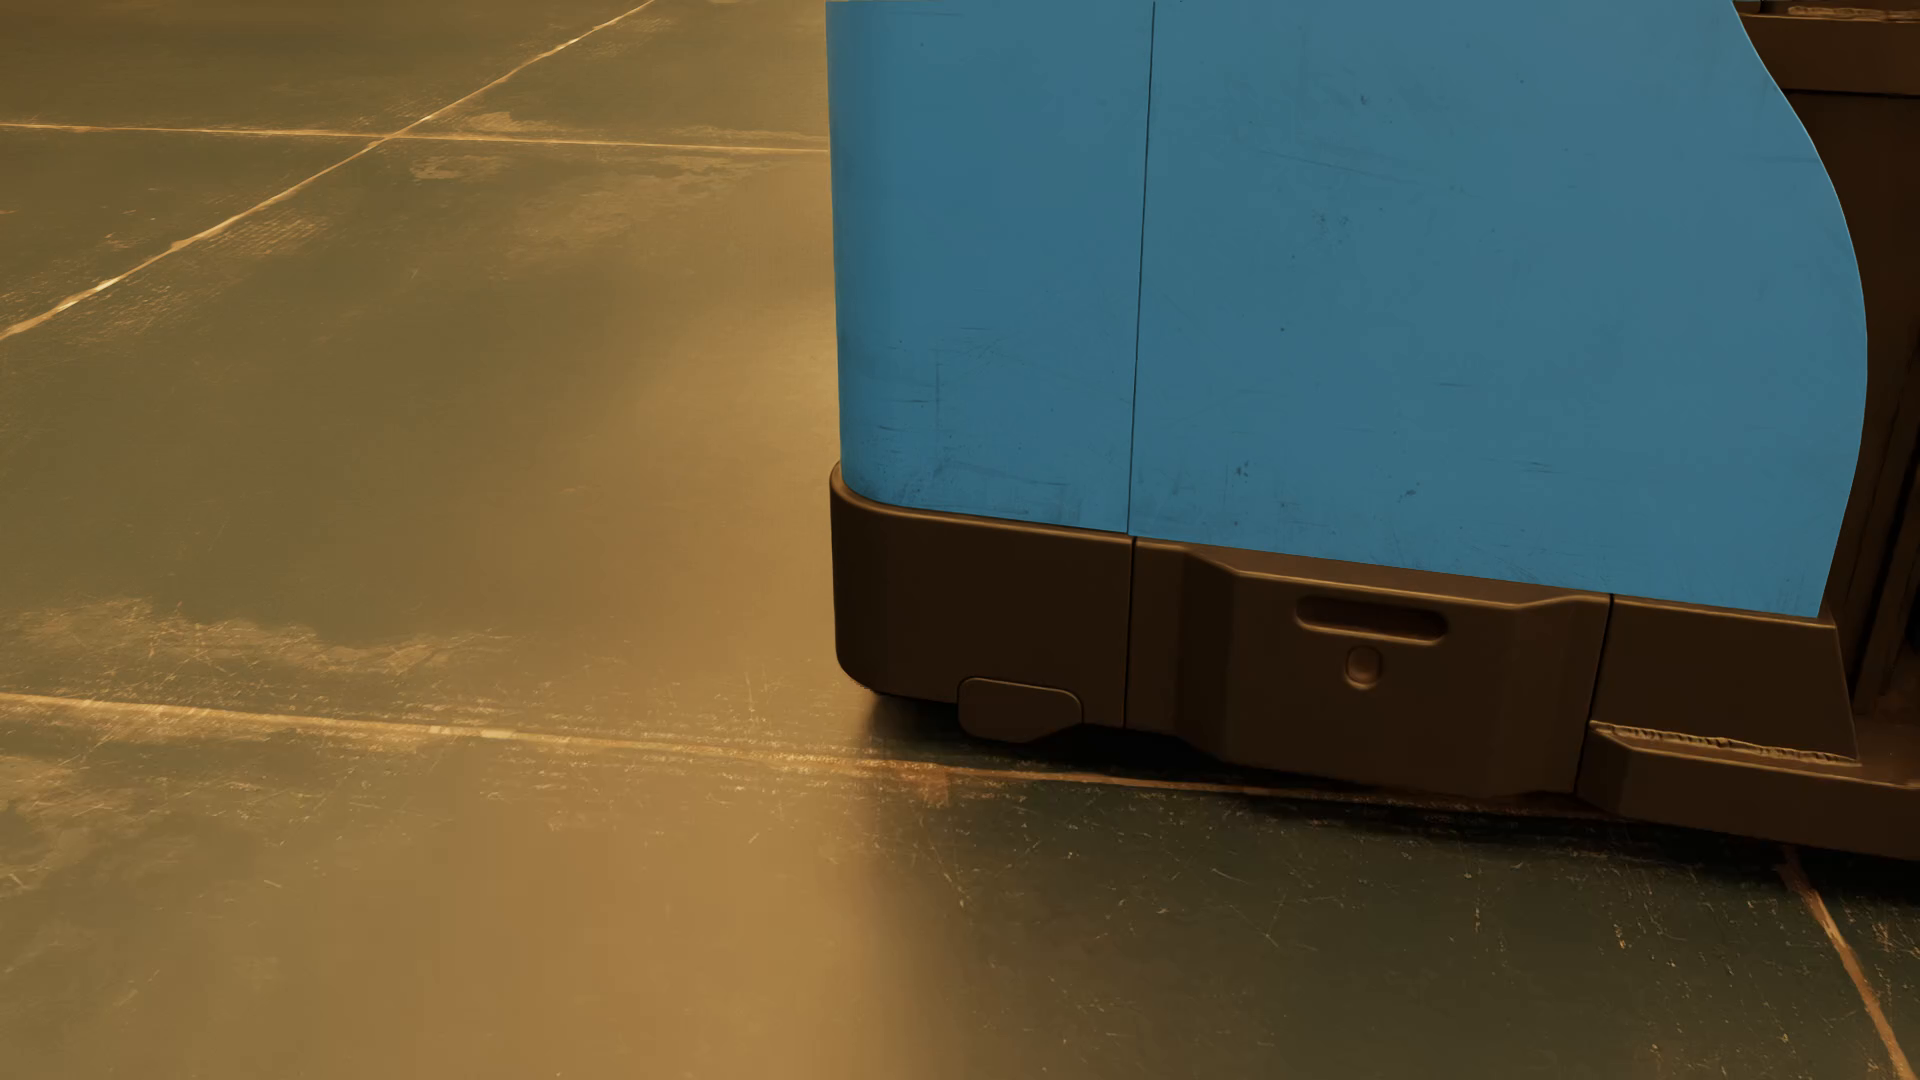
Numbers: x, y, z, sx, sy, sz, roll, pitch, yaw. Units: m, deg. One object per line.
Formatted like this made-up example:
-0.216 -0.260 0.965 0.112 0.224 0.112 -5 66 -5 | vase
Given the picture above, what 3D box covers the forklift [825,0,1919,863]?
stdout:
1.422 -1.120 1.462 3.031 2.935 1.130 7 27 14 | forklift
